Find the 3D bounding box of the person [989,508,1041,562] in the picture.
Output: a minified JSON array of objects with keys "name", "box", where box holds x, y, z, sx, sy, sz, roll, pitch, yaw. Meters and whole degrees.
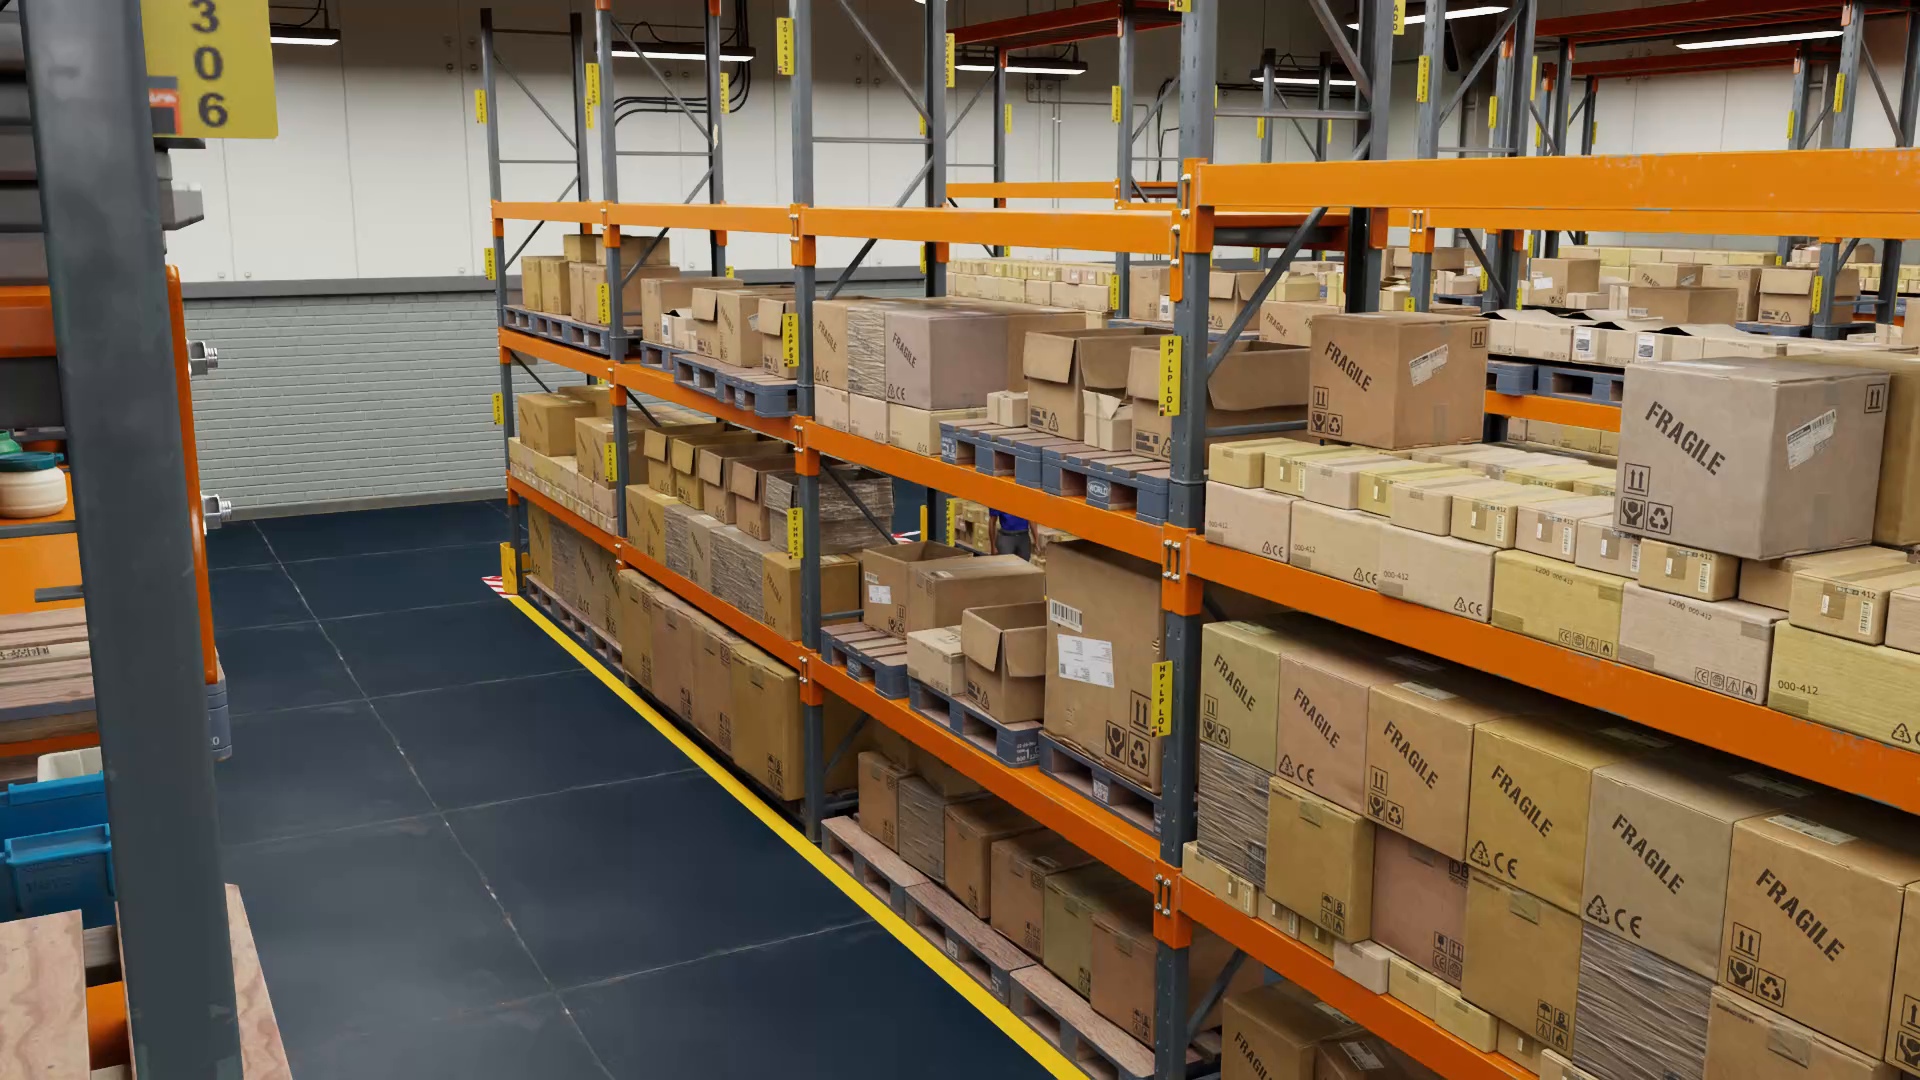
[{"name":"person","box":[0.550,0.078,16.153,0.482,1.668,0.449,-7,14,-29]}]
